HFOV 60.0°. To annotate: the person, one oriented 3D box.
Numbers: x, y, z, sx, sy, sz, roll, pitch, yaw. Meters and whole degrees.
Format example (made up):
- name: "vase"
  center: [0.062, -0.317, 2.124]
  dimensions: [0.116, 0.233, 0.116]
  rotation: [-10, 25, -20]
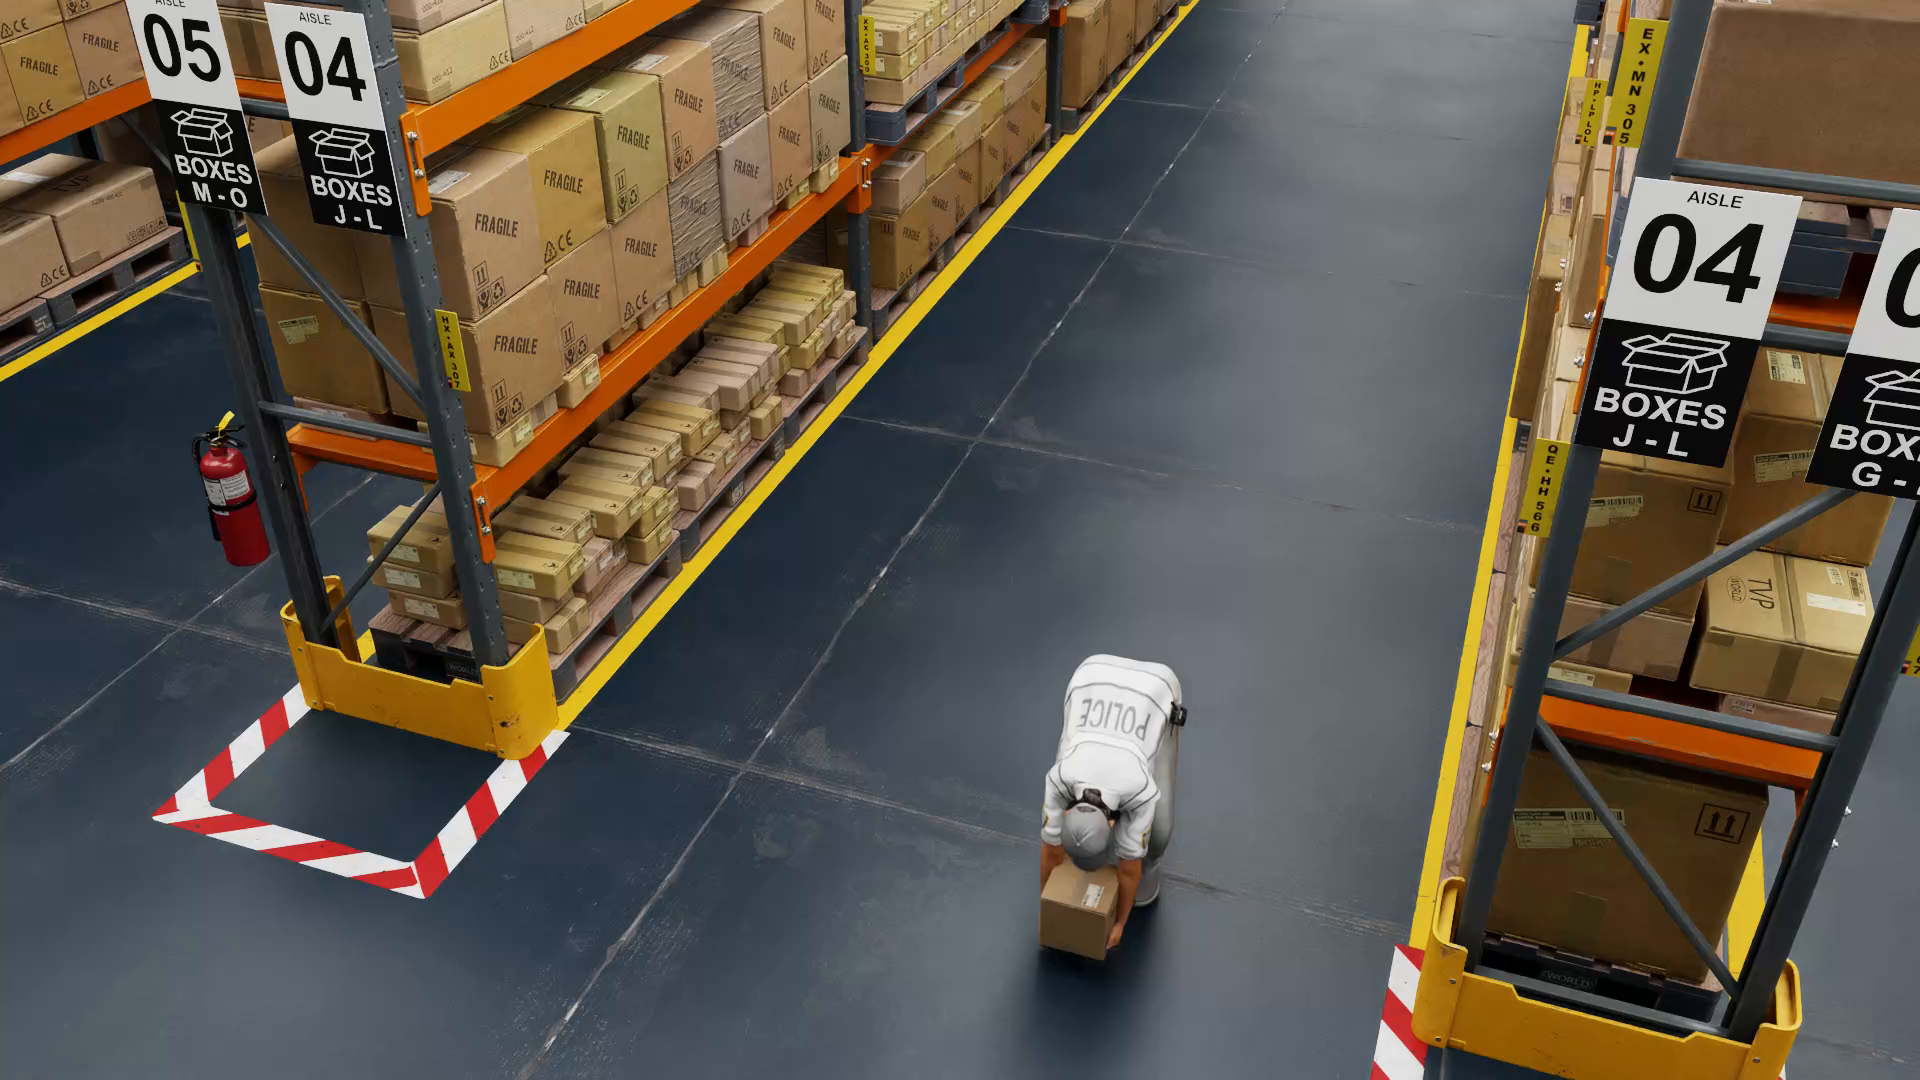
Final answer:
- name: "person"
  center: [0.551, 1.012, 6.233]
  dimensions: [0.498, 0.978, 0.943]
  rotation: [10, 35, 14]
